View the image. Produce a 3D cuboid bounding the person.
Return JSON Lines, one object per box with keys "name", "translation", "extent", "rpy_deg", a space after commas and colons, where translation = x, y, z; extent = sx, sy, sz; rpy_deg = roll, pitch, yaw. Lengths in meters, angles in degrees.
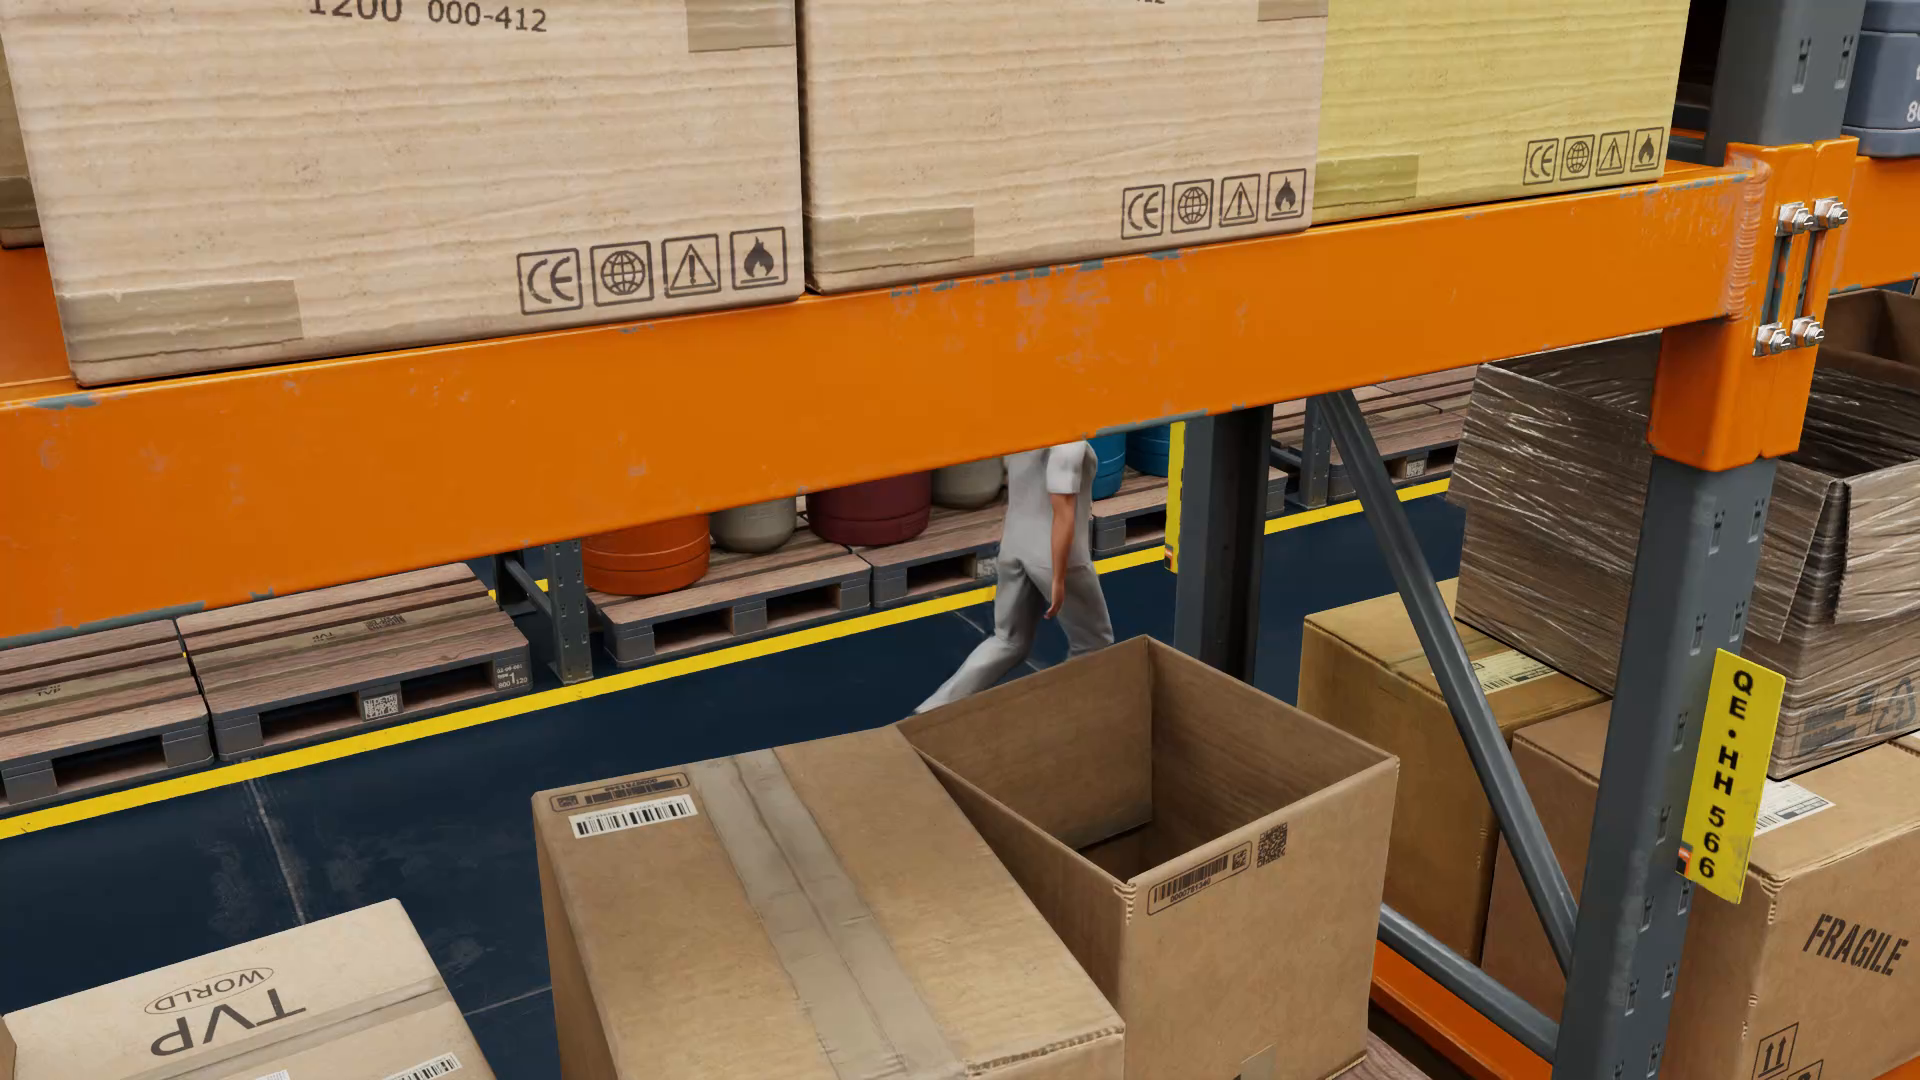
{"name": "person", "translation": [0.255, 0.077, 5.894], "extent": [0.909, 1.641, 0.438], "rpy_deg": [-15, 26, -33]}
